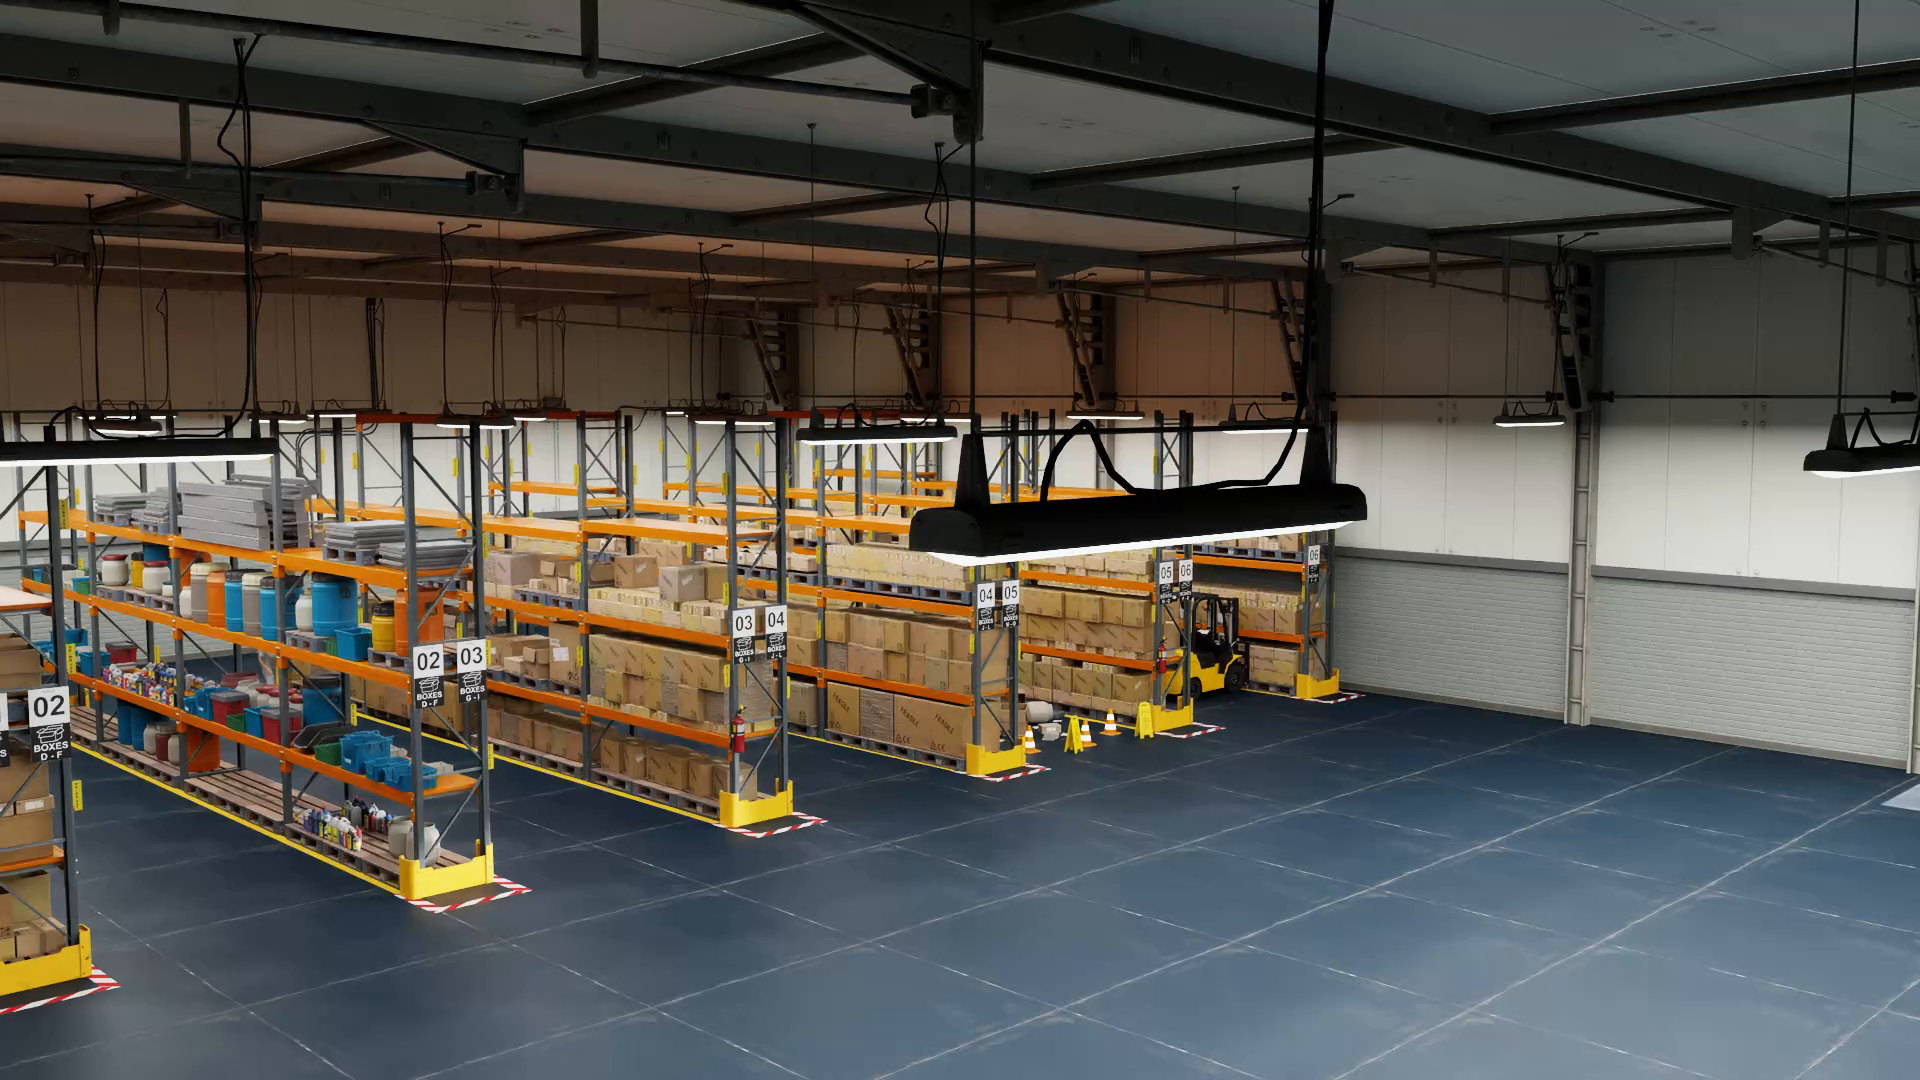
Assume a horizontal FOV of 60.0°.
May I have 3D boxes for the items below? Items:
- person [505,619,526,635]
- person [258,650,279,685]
[{"bbox_3d":[-11.010,1.889,41.561,0.691,1.702,0.818,1,5,7],"label":"person"},{"bbox_3d":[-14.082,2.627,33.926,0.824,1.527,0.621,3,6,30],"label":"person"}]
